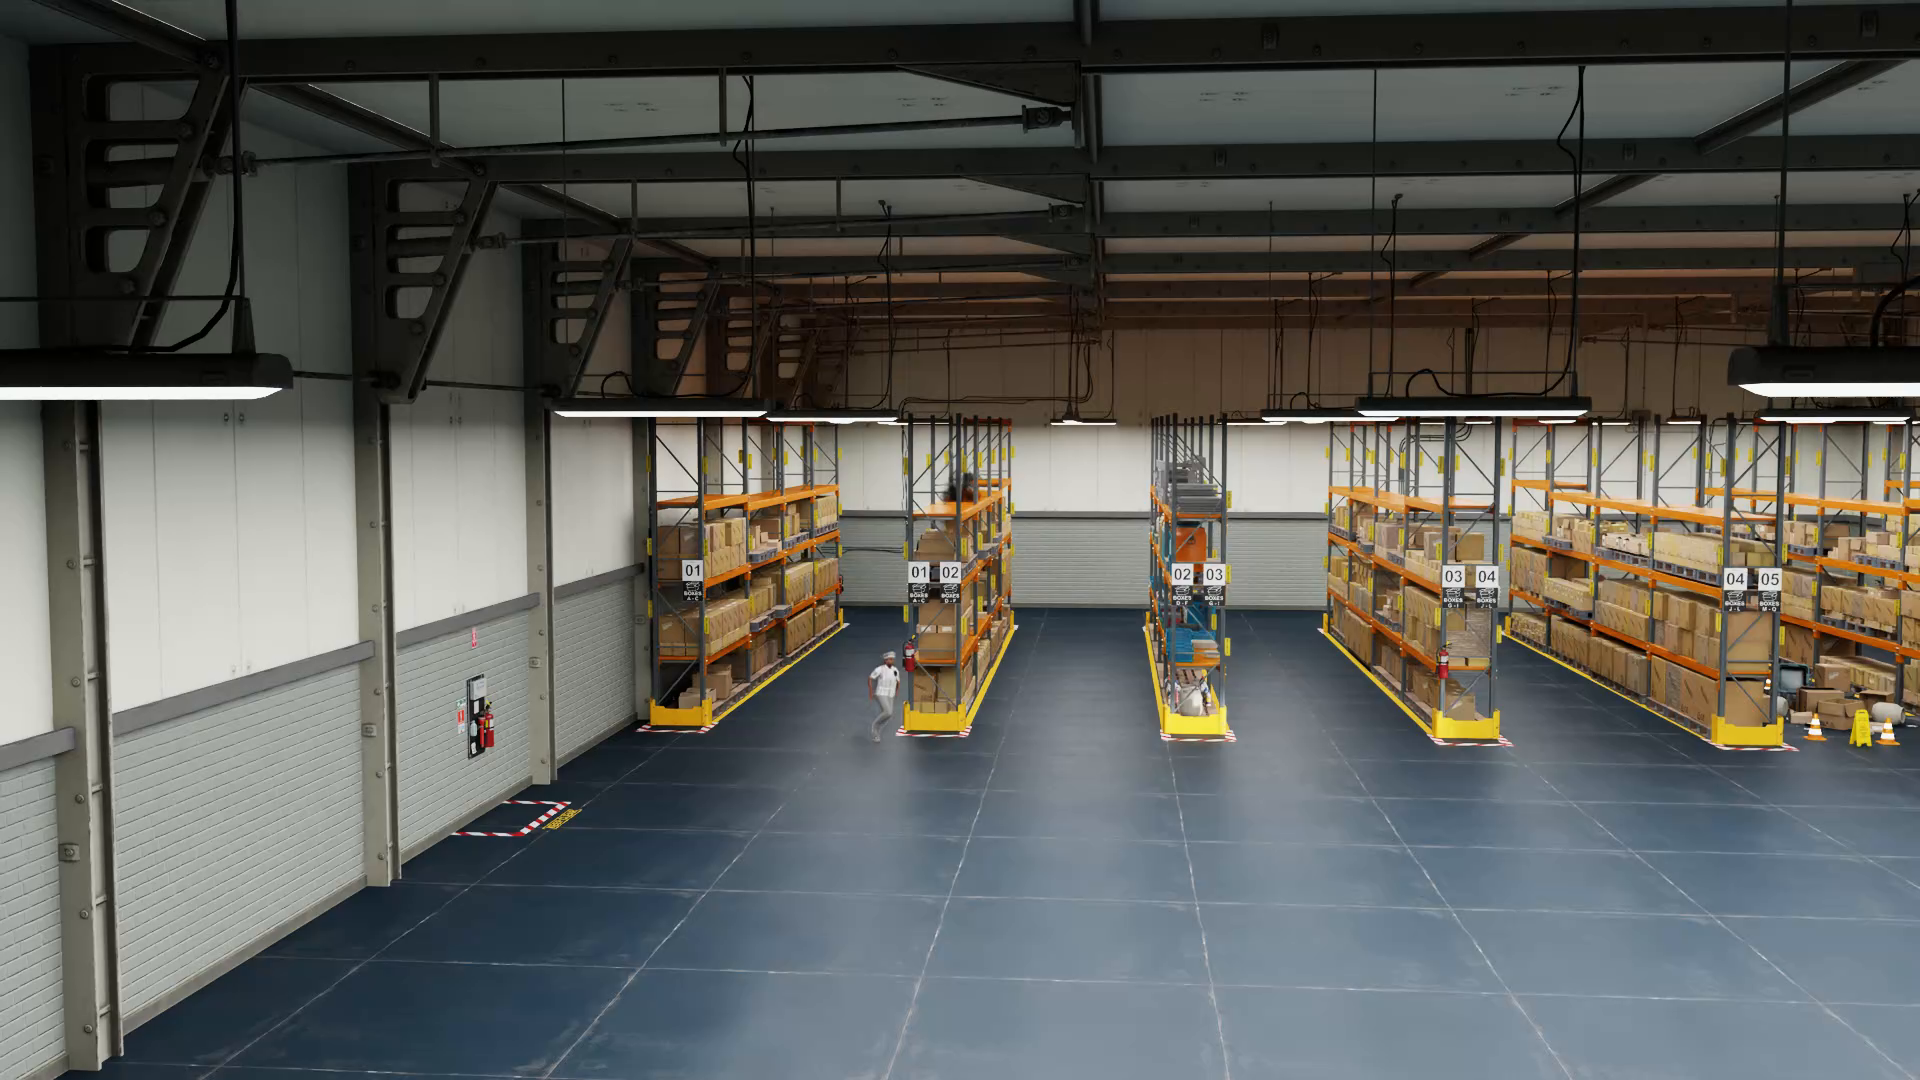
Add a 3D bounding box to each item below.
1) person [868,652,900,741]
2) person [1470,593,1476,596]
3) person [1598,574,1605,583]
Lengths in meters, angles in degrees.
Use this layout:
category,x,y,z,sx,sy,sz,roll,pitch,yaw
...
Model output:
category,x,y,z,sx,sy,sz,roll,pitch,yaw
person,-1.320,2.860,30.398,0.593,1.629,0.536,-3,5,-35
person,14.703,1.748,47.155,0.851,1.608,0.675,-2,4,-31
person,18.240,1.761,47.228,0.697,1.604,0.566,0,4,4
